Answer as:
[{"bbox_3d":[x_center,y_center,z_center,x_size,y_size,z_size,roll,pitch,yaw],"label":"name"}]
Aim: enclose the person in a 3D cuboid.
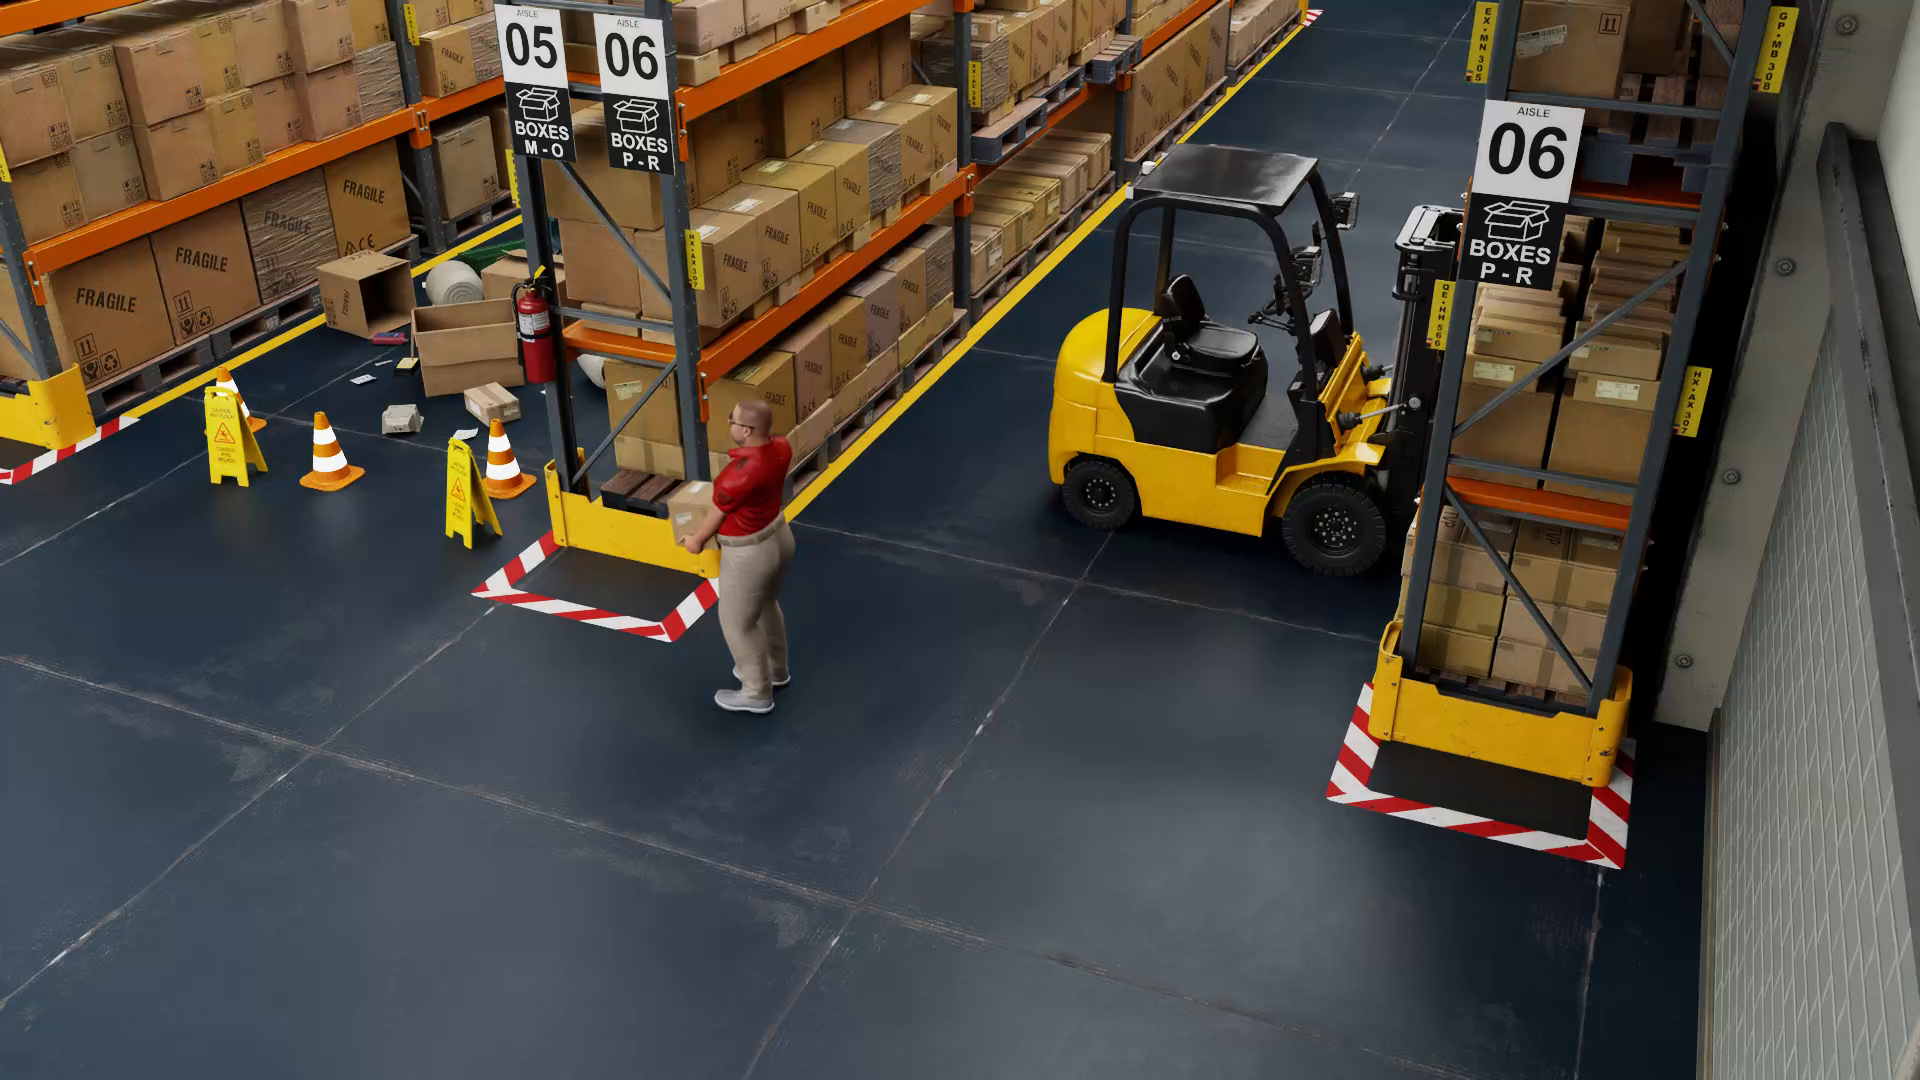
[{"bbox_3d":[-1.119,0.052,8.338,0.530,1.717,0.494,12,32,20],"label":"person"}]
